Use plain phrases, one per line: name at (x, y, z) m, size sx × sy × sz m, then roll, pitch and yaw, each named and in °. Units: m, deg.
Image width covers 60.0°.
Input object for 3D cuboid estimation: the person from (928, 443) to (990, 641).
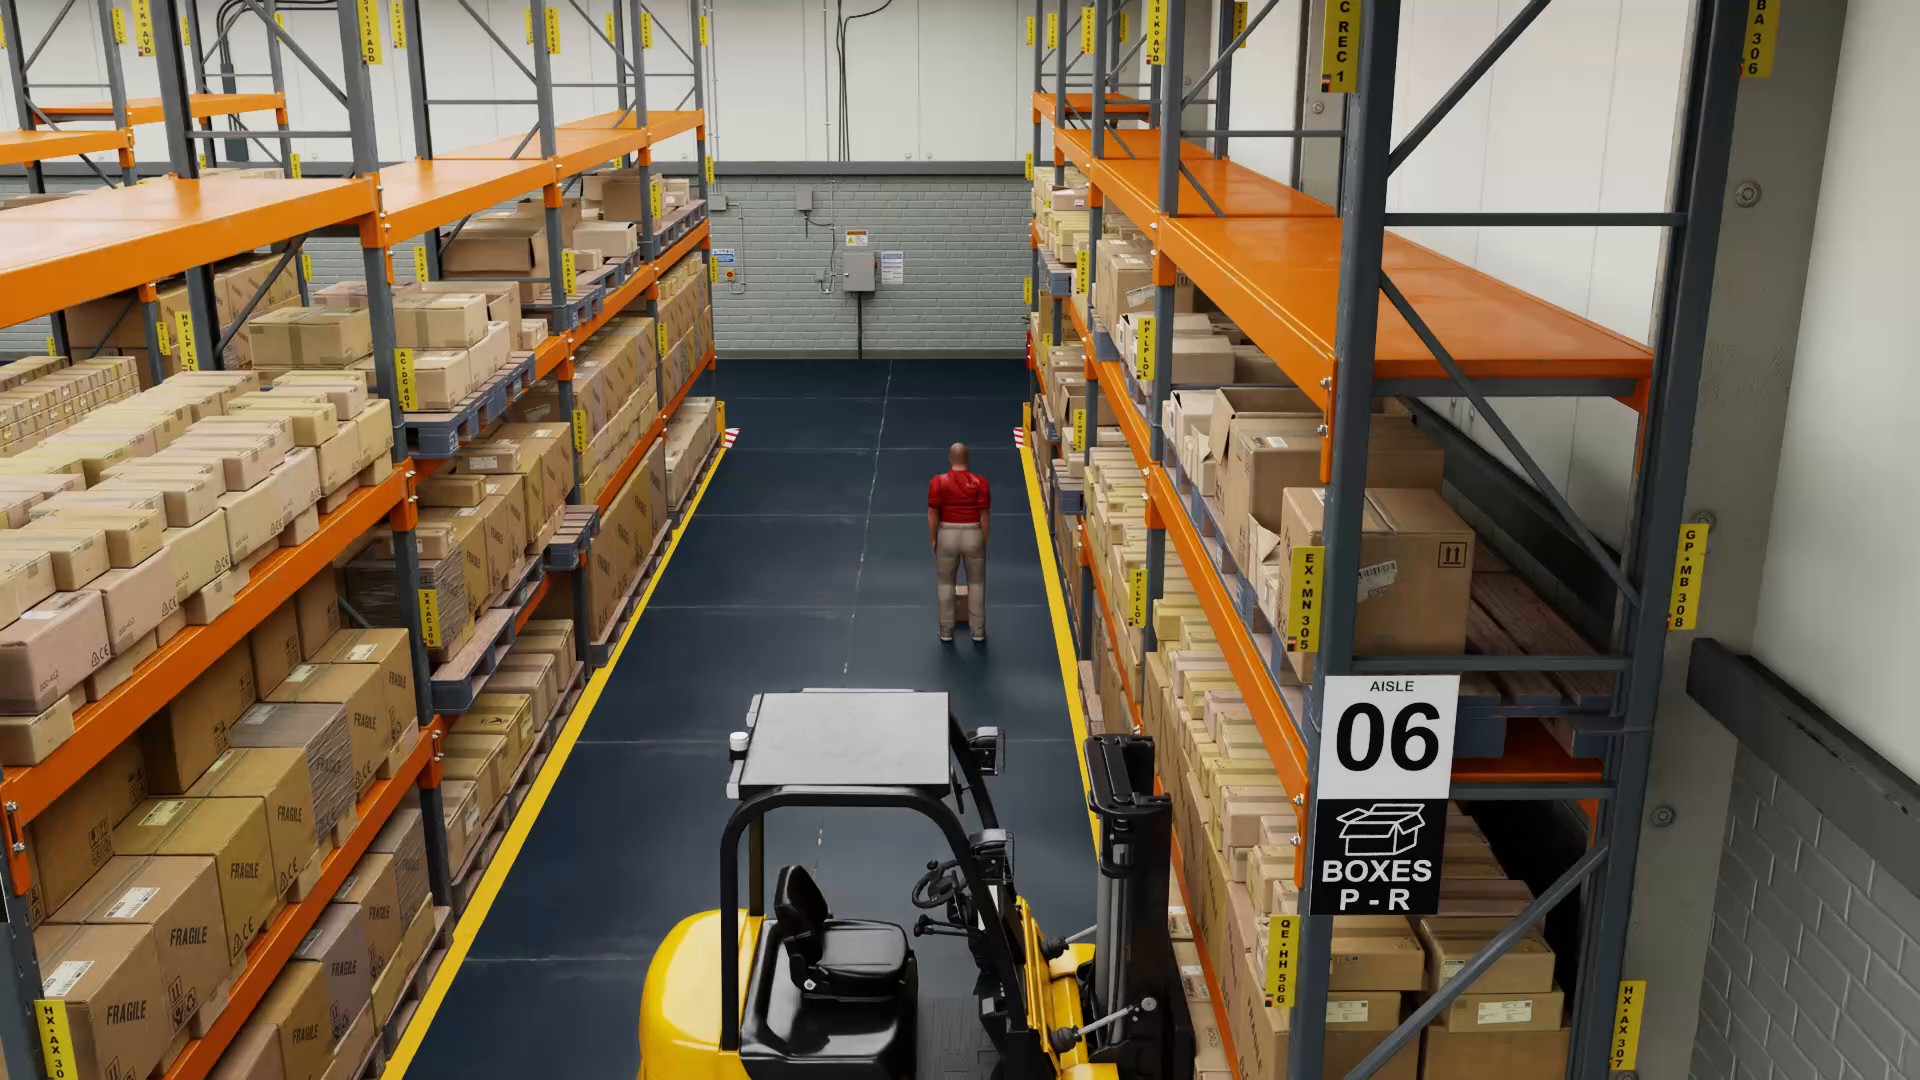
person at (-0.008, 0.010, 14.137) m, size 0.527 × 1.723 × 0.360 m, roll 0°, pitch 17°, yaw 0°
